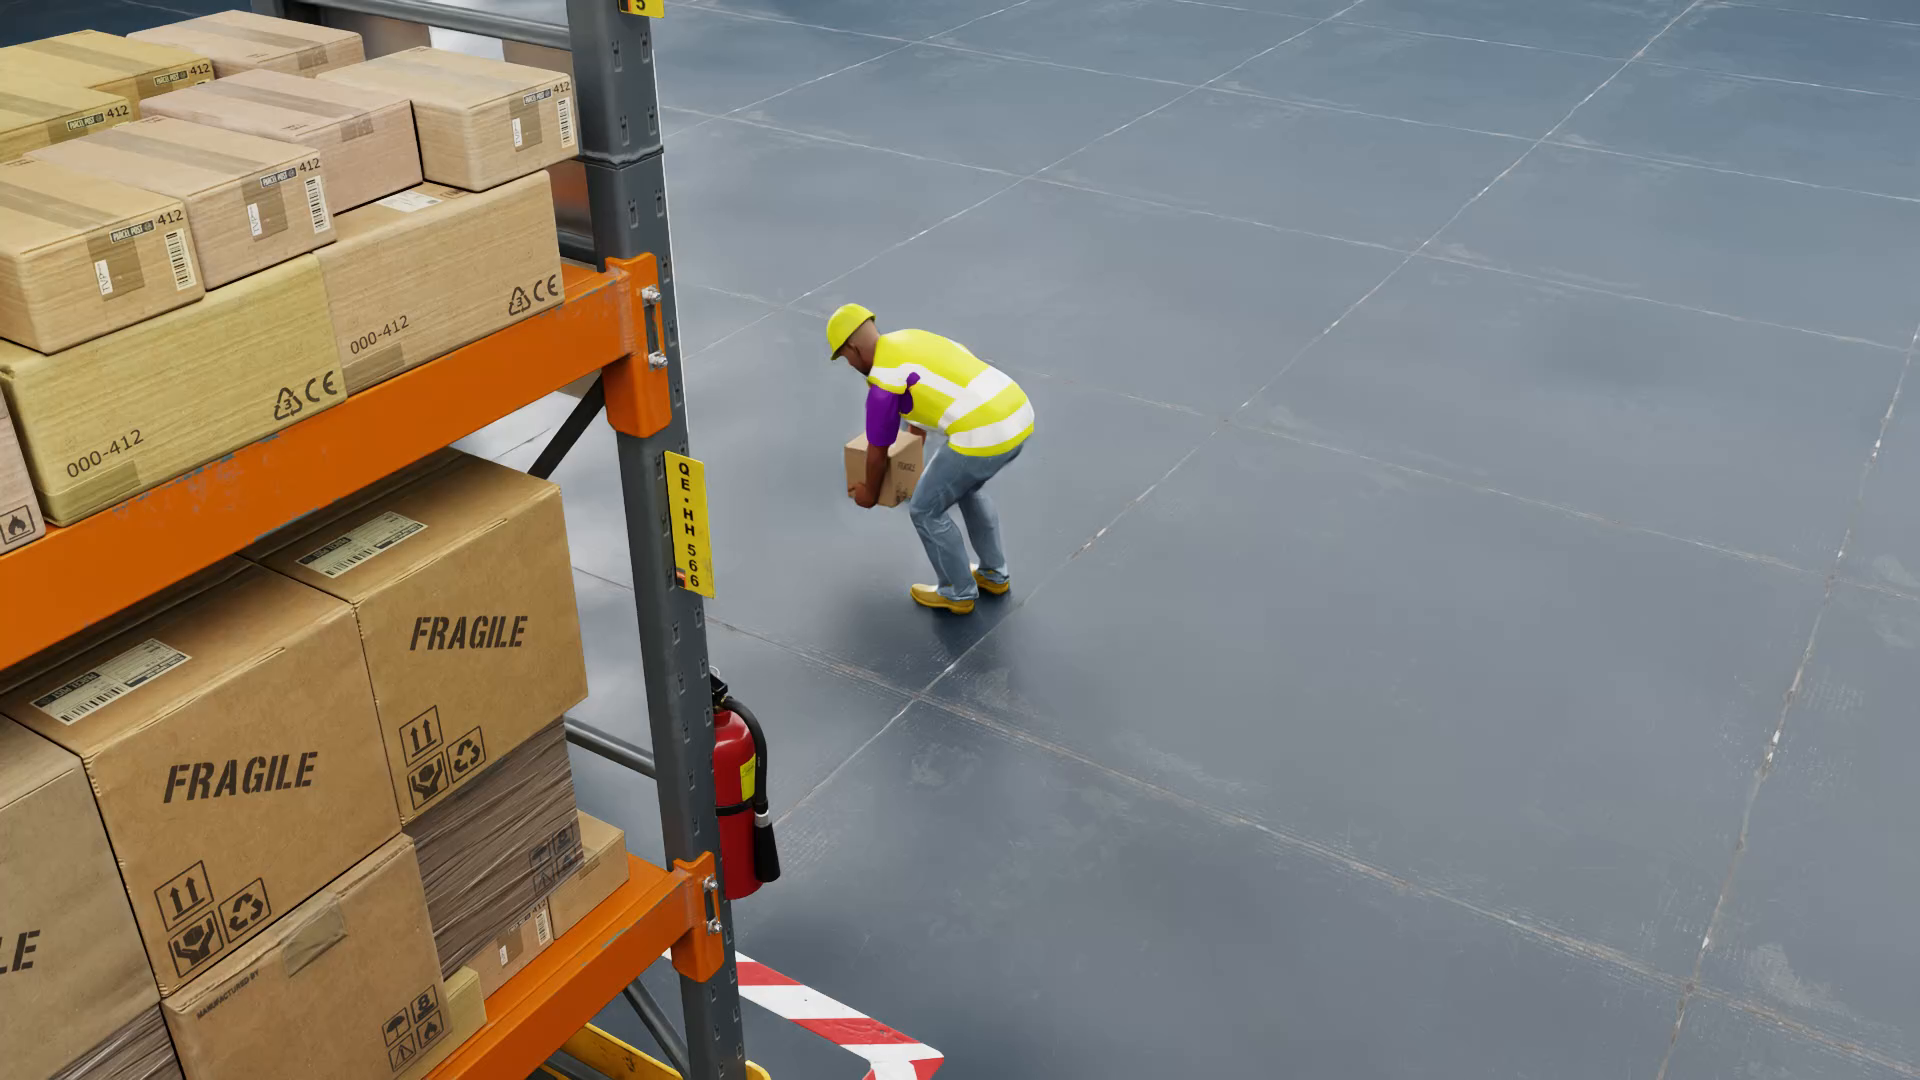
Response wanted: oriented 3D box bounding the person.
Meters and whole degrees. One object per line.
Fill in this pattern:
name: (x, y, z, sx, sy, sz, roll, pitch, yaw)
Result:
person: (-0.153, -0.347, 7.177, 0.932, 1.283, 0.494, 16, 34, 26)
